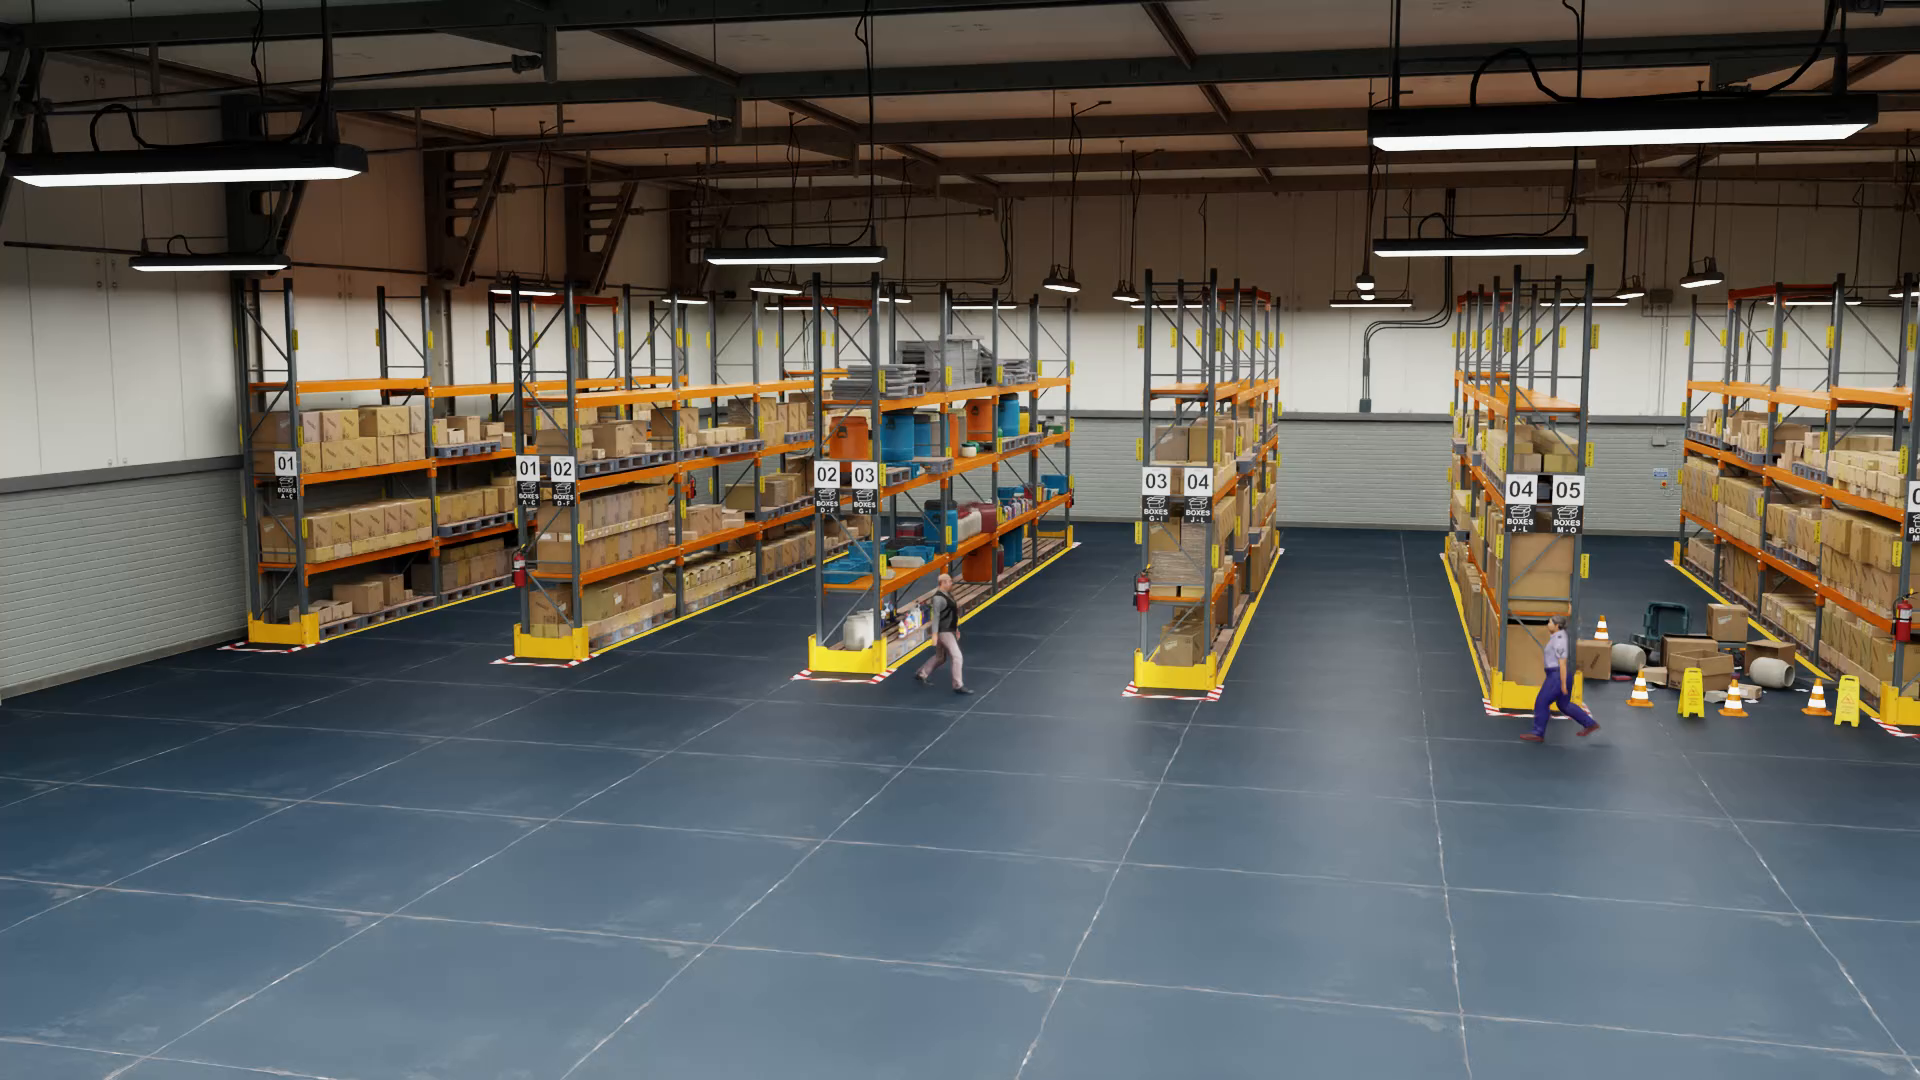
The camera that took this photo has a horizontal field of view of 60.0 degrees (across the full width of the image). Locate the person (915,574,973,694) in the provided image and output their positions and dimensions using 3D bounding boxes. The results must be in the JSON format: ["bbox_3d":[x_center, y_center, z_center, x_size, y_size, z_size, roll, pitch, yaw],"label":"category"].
[{"bbox_3d":[-0.233,1.319,23.845,0.903,1.682,0.561,1,7,8],"label":"person"}]

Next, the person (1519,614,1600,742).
[{"bbox_3d":[7.493,1.721,20.703,0.962,1.604,0.481,2,7,17],"label":"person"}]
